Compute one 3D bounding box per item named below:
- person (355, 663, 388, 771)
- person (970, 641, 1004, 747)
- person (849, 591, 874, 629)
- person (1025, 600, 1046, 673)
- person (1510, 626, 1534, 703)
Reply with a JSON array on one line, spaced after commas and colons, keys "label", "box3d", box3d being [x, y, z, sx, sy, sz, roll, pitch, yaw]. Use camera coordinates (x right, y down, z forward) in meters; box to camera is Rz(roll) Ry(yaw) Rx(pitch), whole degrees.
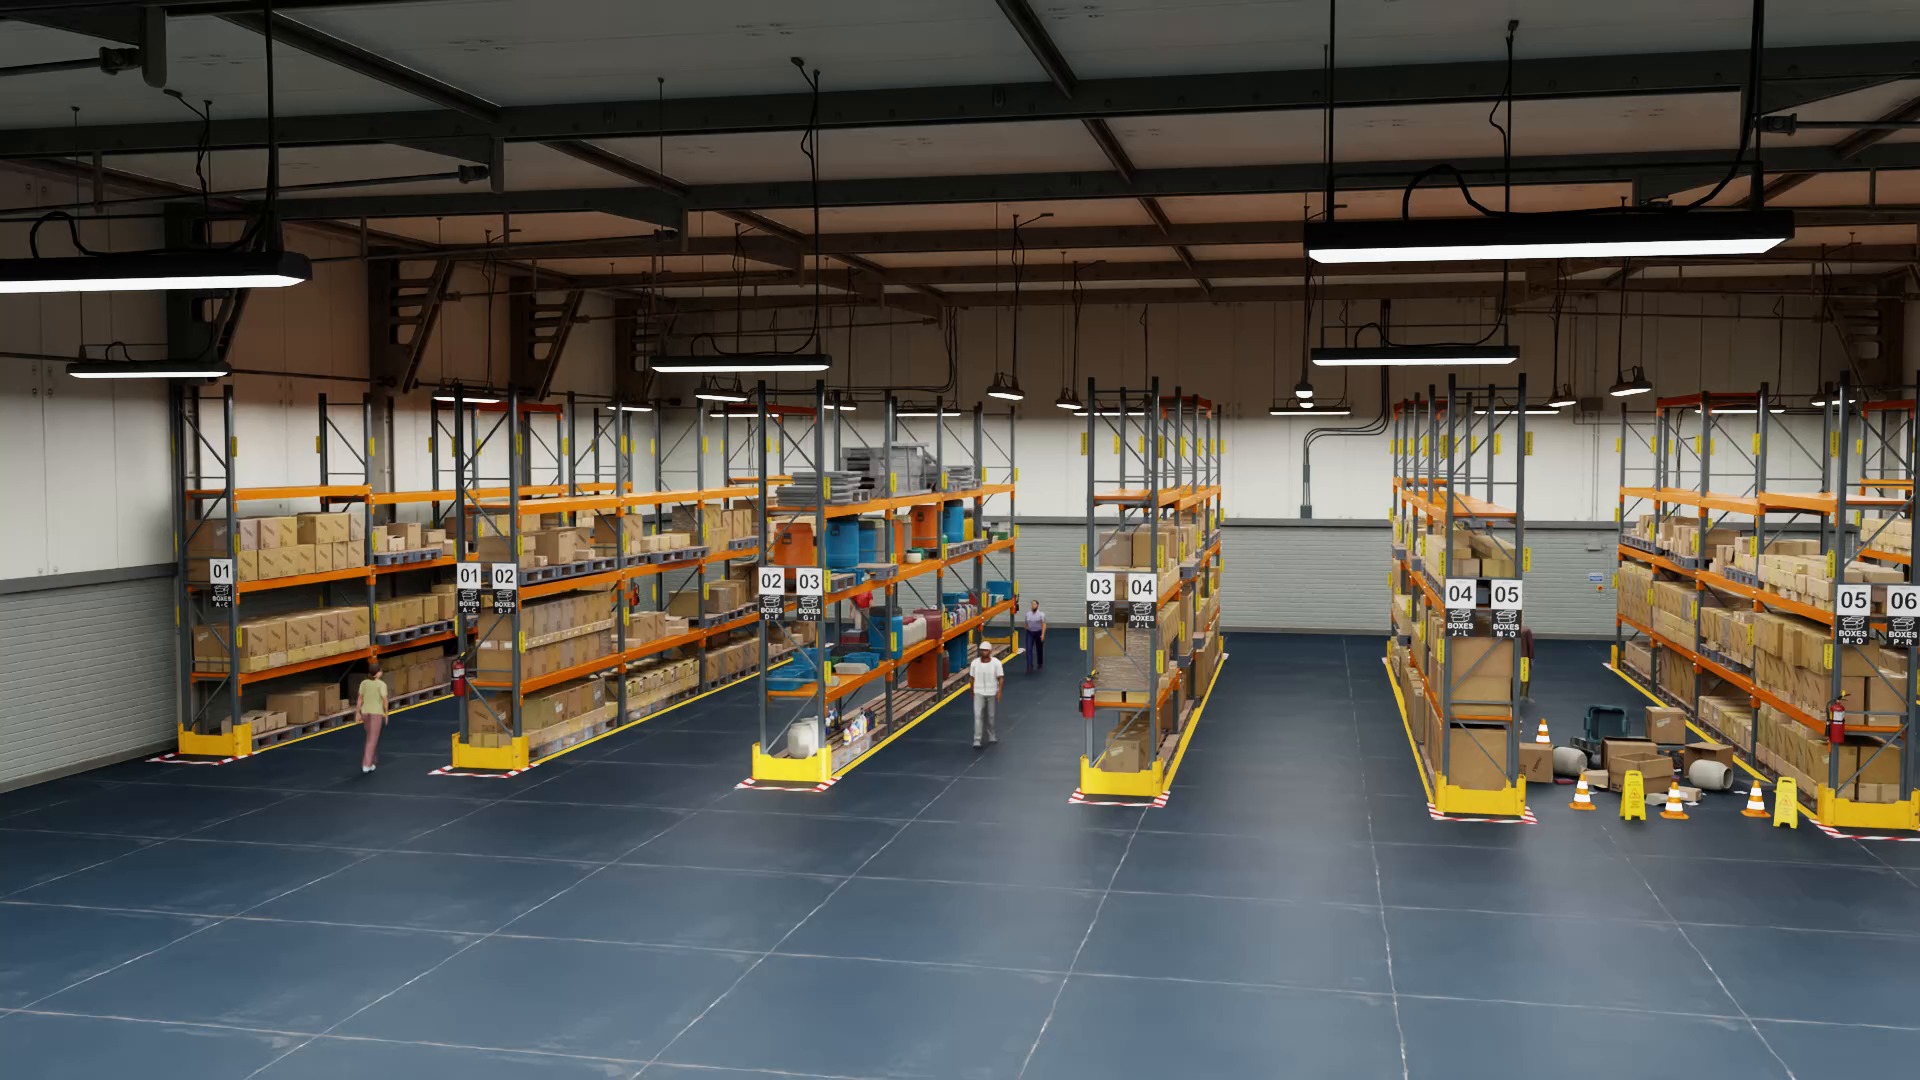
[{"label": "person", "box3d": [-9.073, 2.757, 25.704, 0.483, 1.715, 0.595, 1, 3, 9]}, {"label": "person", "box3d": [0.435, 2.565, 27.754, 0.590, 1.728, 0.962, 0, 3, 8]}, {"label": "person", "box3d": [-2.460, 1.814, 41.745, 0.608, 1.657, 1.089, 0, 3, -7]}, {"label": "person", "box3d": [1.666, 2.127, 36.924, 0.498, 1.583, 1.034, 1, 3, 9]}, {"label": "person", "box3d": [10.865, 2.308, 32.360, 0.589, 1.775, 0.612, 1, 3, 11]}]
